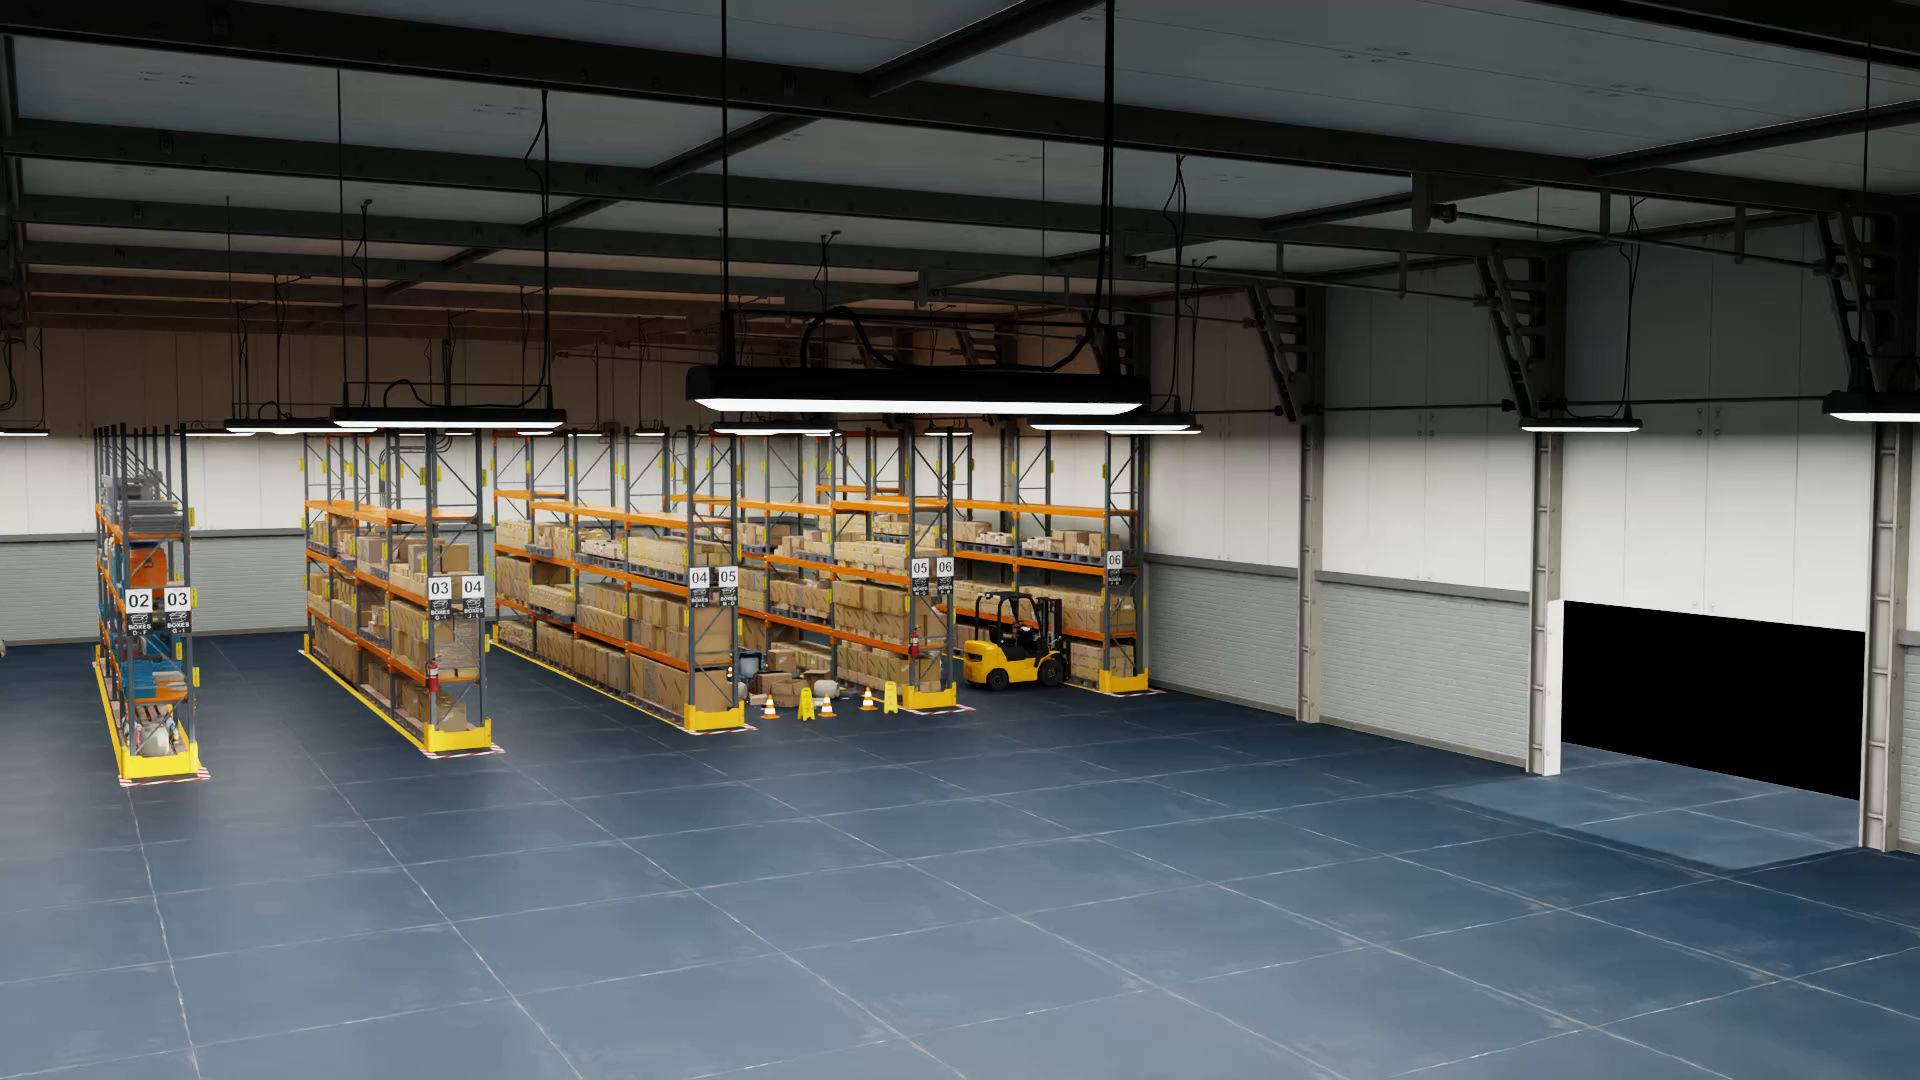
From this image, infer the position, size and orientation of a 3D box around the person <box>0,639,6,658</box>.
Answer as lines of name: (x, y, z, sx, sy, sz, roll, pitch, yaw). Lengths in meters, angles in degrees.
person: (-20.835, 2.706, 35.578, 0.732, 1.776, 0.933, -3, 5, -40)

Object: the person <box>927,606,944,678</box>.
person: (-0.532, 2.458, 39.982, 0.627, 1.702, 0.780, -2, 4, -33)
